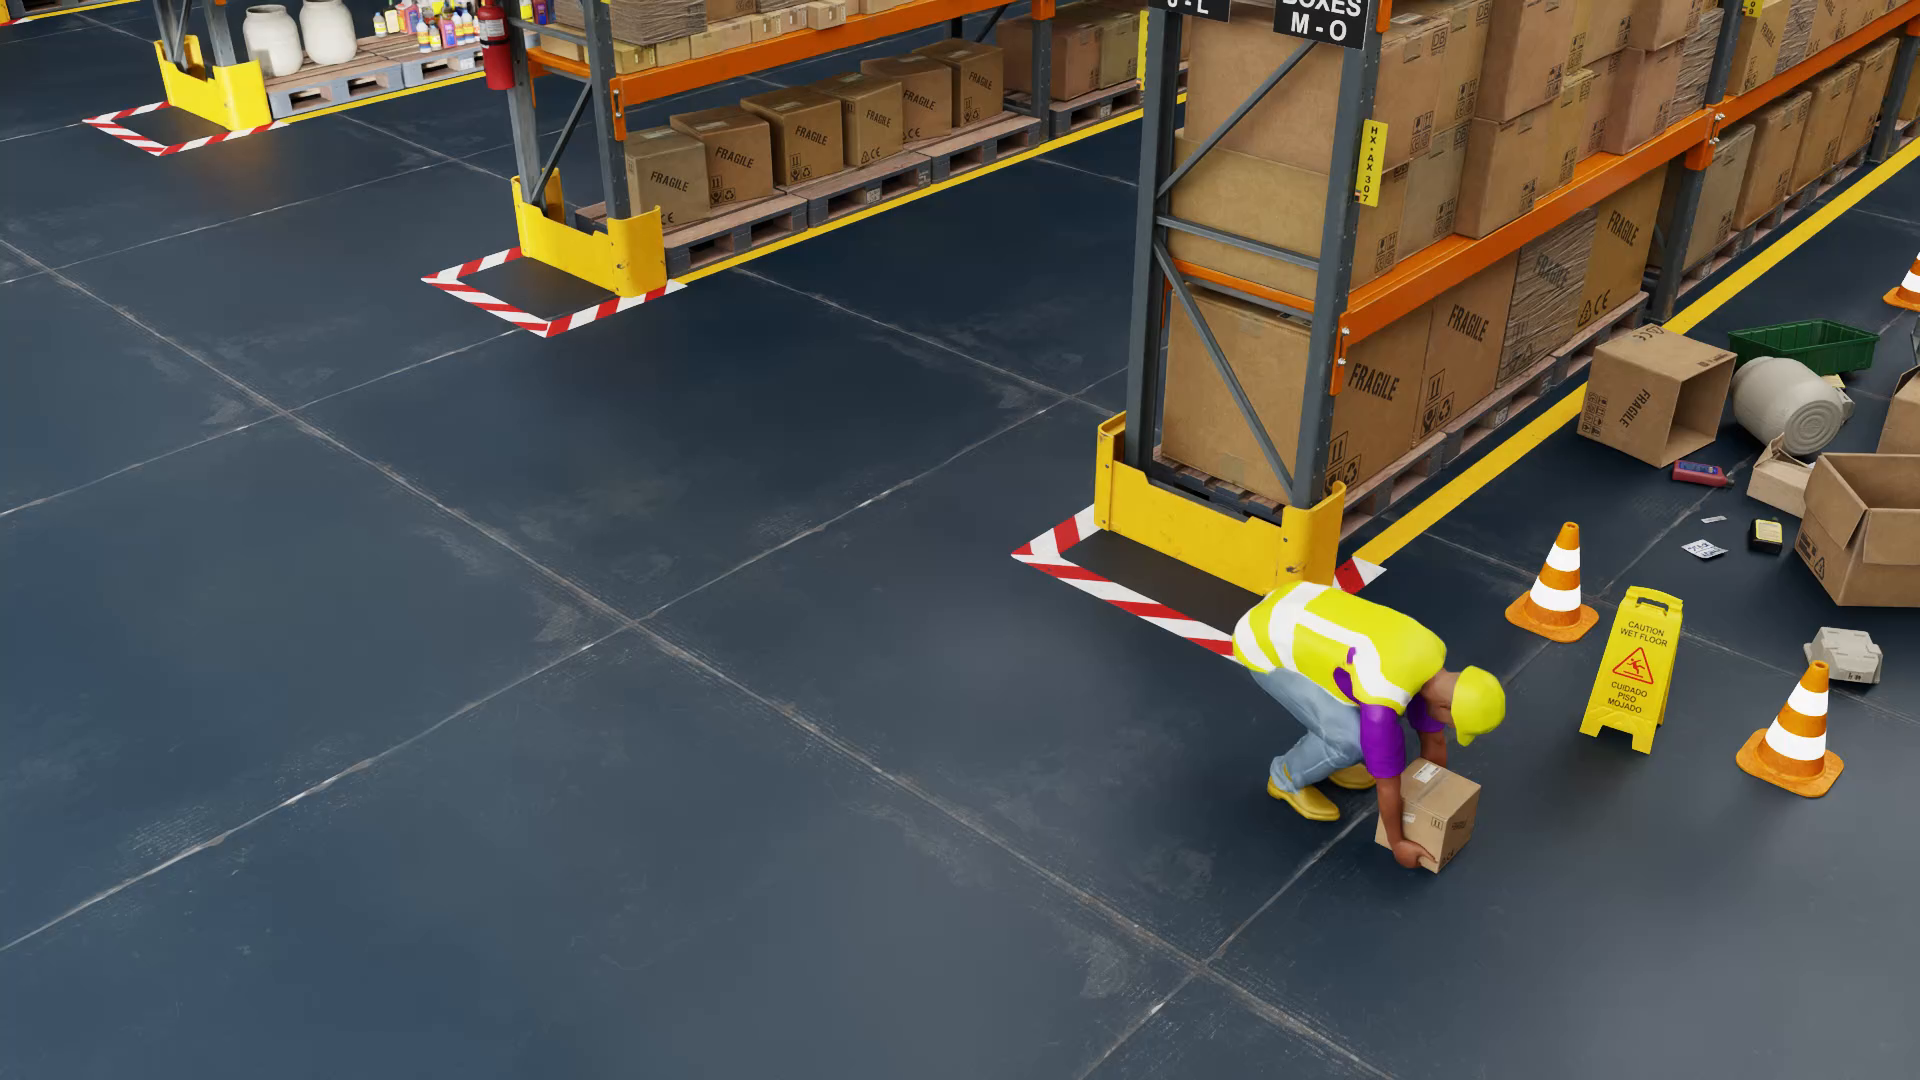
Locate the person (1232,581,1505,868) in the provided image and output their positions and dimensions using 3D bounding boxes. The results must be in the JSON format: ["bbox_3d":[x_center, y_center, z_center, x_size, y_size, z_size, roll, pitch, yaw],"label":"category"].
[{"bbox_3d":[1.455,0.627,5.995,0.980,0.850,0.511,24,38,34],"label":"person"}]
